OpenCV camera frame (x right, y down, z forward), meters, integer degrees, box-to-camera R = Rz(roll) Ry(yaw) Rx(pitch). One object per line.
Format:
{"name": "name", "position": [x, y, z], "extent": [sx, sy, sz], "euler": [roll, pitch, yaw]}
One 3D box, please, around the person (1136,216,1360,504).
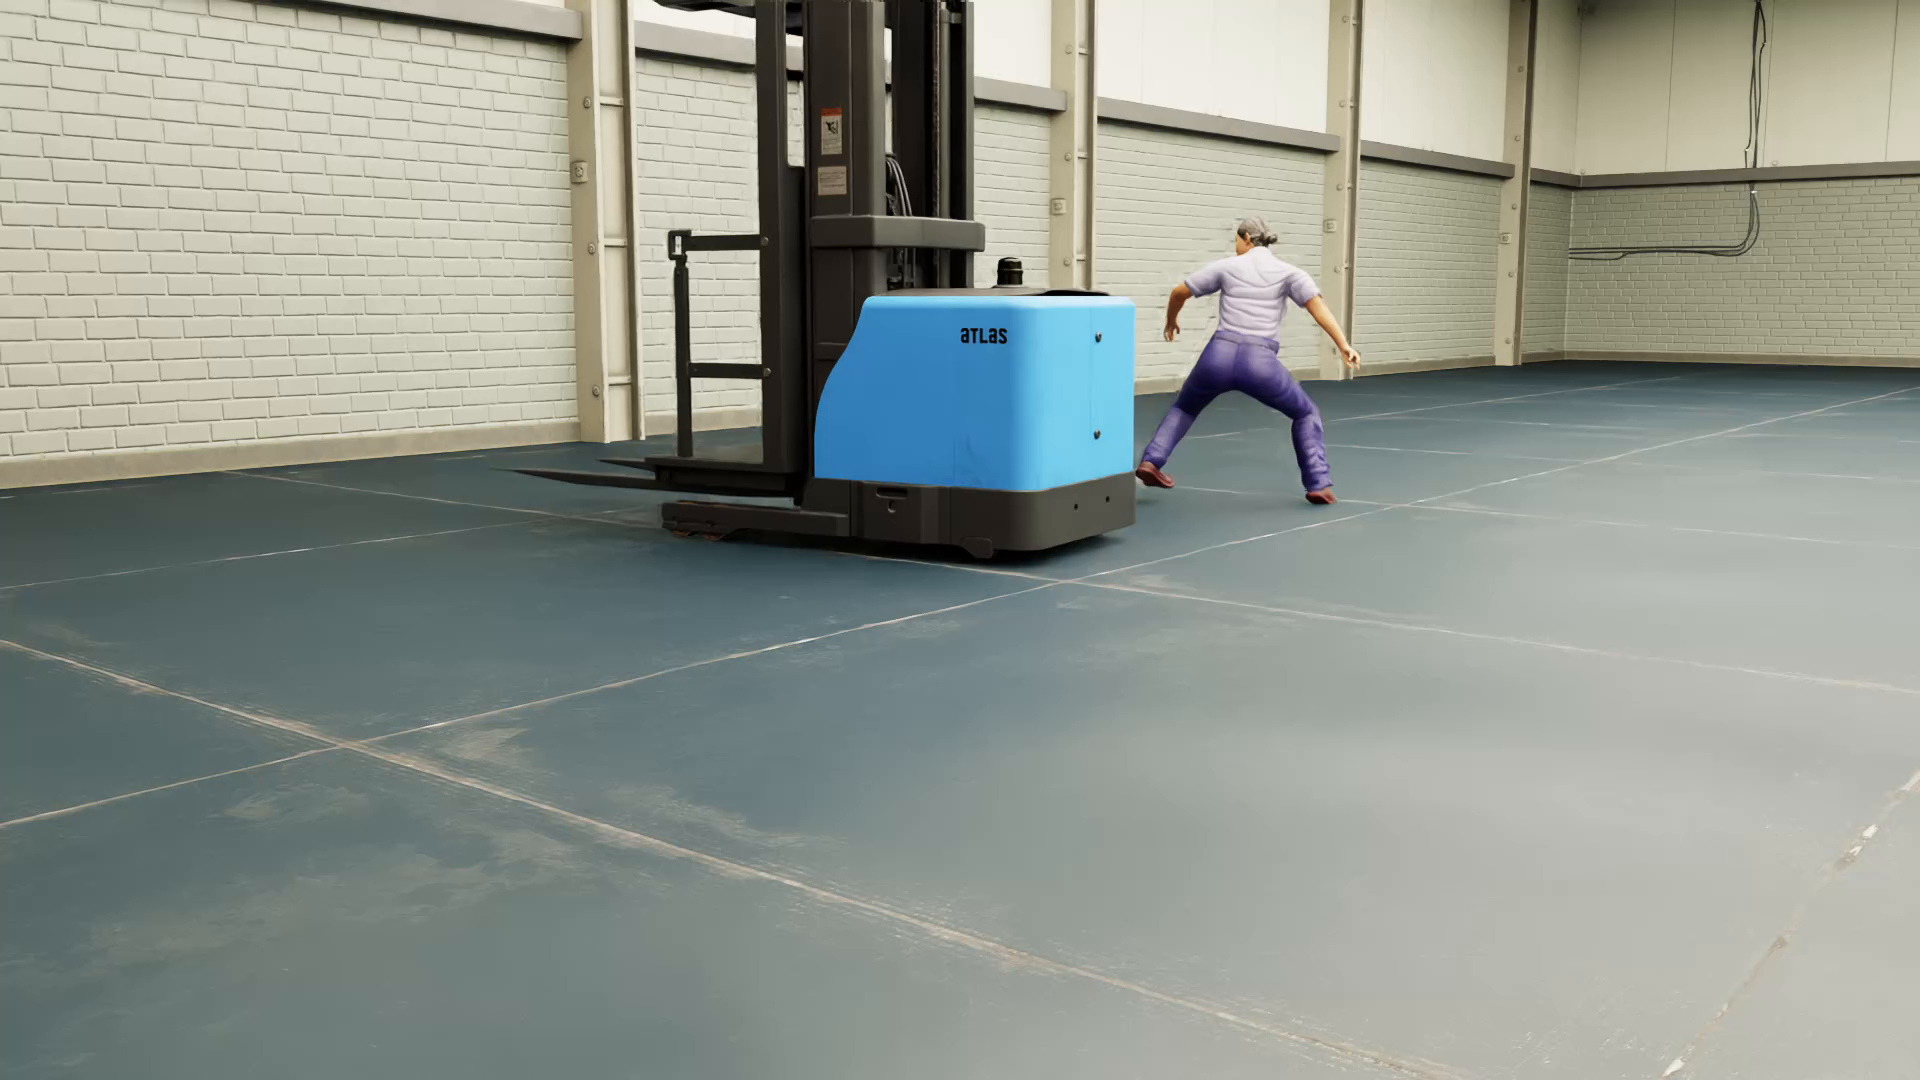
{"name": "person", "position": [1.526, -0.889, 8.653], "extent": [1.125, 1.579, 0.526], "euler": [3, 9, 20]}

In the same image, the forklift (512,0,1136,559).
{"name": "forklift", "position": [-0.748, -1.506, 7.573], "extent": [3.031, 2.935, 1.130], "euler": [5, 10, 30]}
